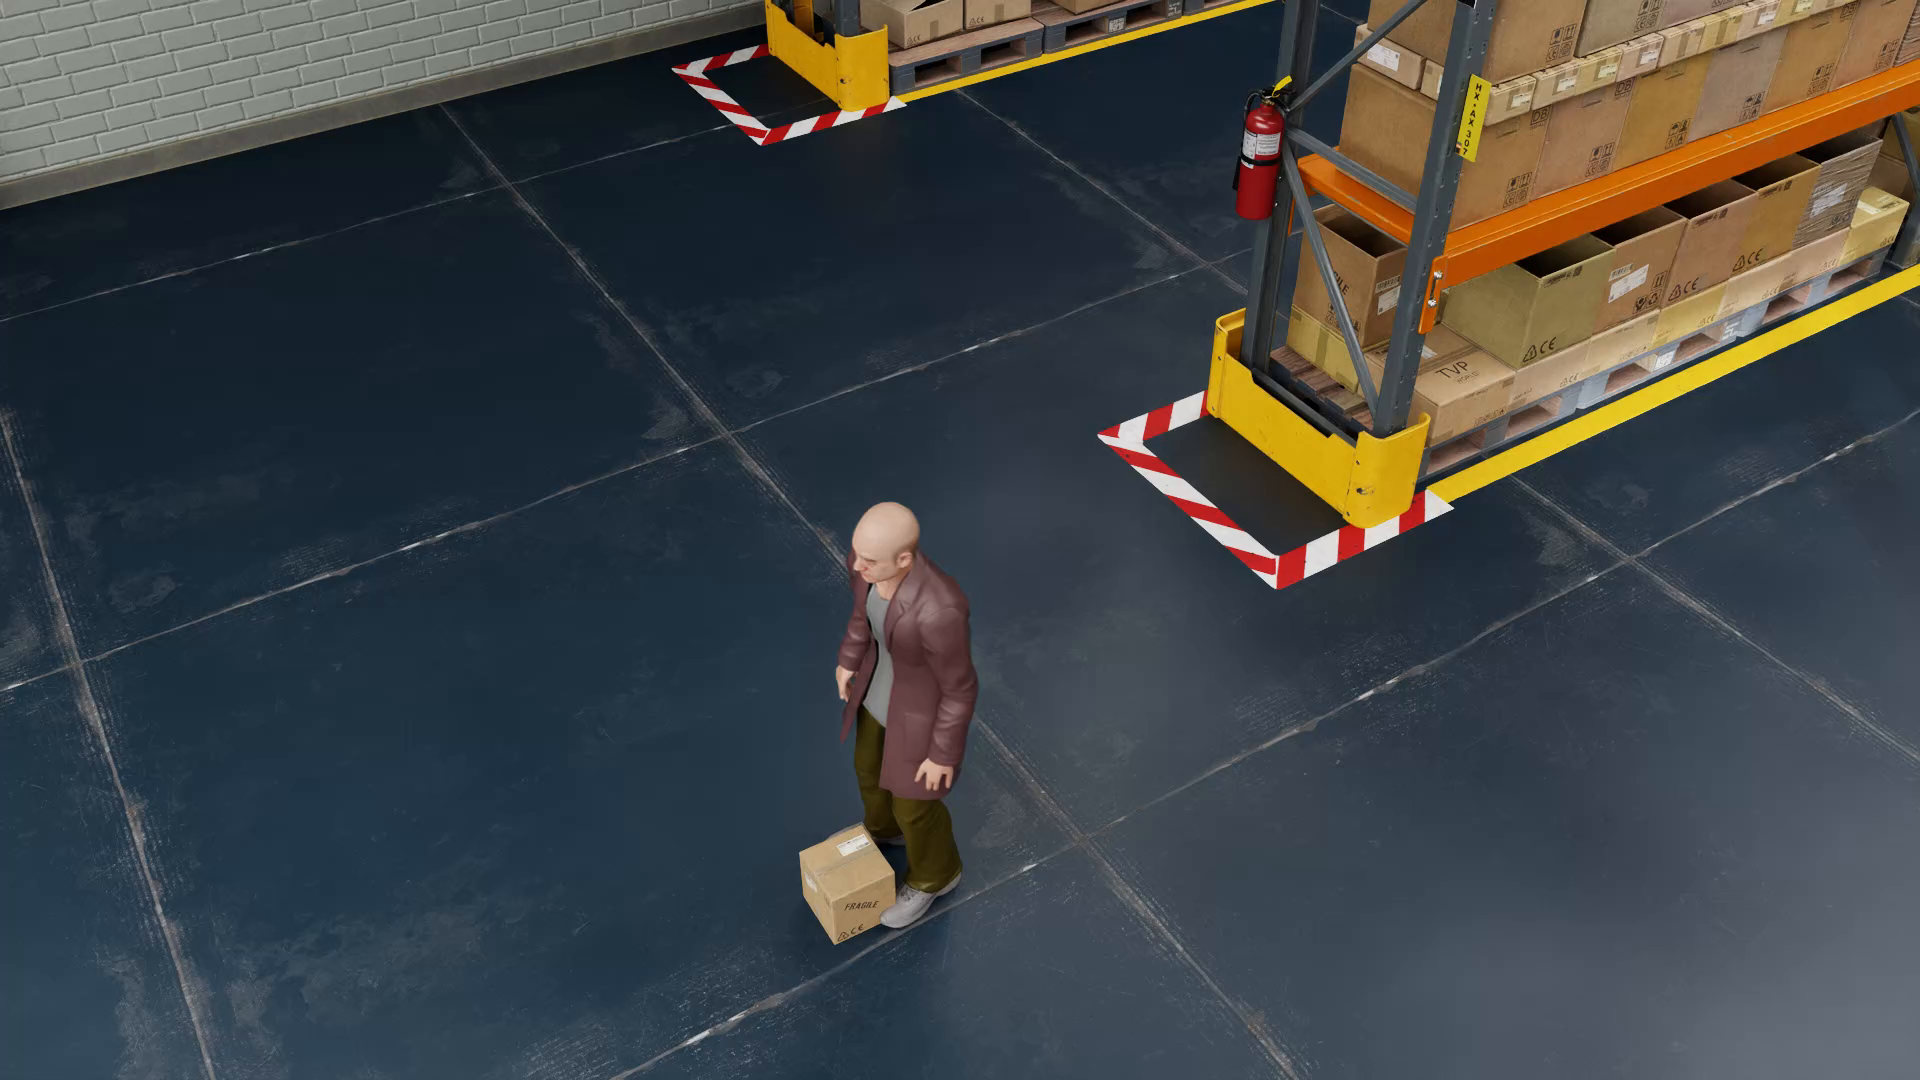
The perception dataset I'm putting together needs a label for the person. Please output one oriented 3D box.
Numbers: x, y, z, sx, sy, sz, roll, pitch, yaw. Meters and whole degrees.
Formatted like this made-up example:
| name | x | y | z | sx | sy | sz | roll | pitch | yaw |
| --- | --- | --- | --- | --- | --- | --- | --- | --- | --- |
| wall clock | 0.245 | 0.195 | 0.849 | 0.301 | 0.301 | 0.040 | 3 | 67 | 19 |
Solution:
| name | x | y | z | sx | sy | sz | roll | pitch | yaw |
| --- | --- | --- | --- | --- | --- | --- | --- | --- | --- |
| person | -0.187 | 0.555 | 5.513 | 0.416 | 1.774 | 0.656 | -24 | 46 | -25 |
